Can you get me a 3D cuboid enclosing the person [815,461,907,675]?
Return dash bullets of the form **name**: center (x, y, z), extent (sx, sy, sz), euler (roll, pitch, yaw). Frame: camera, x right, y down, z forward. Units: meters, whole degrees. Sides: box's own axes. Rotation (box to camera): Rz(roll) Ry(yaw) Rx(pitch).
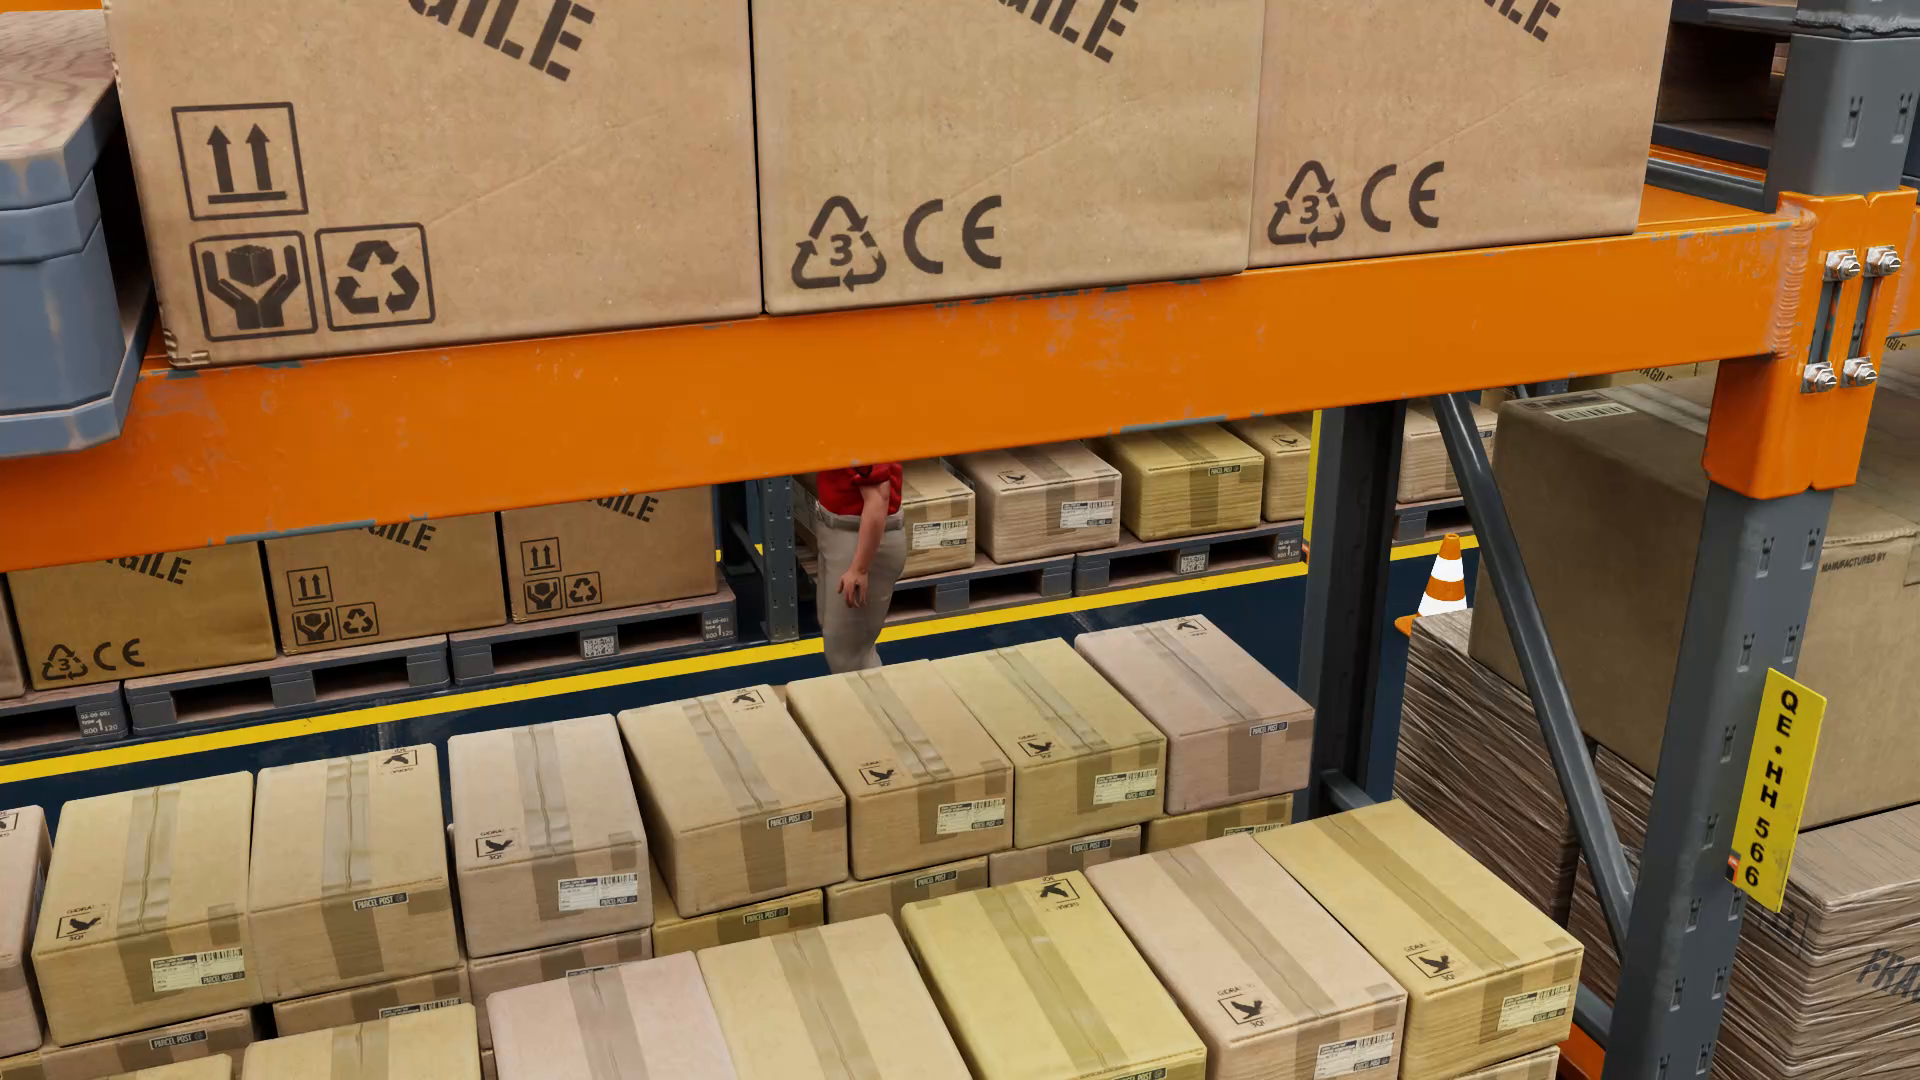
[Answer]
- **person**: center (-0.403, 0.016, 6.072), extent (0.394, 1.726, 0.605), euler (-5, 23, -11)
